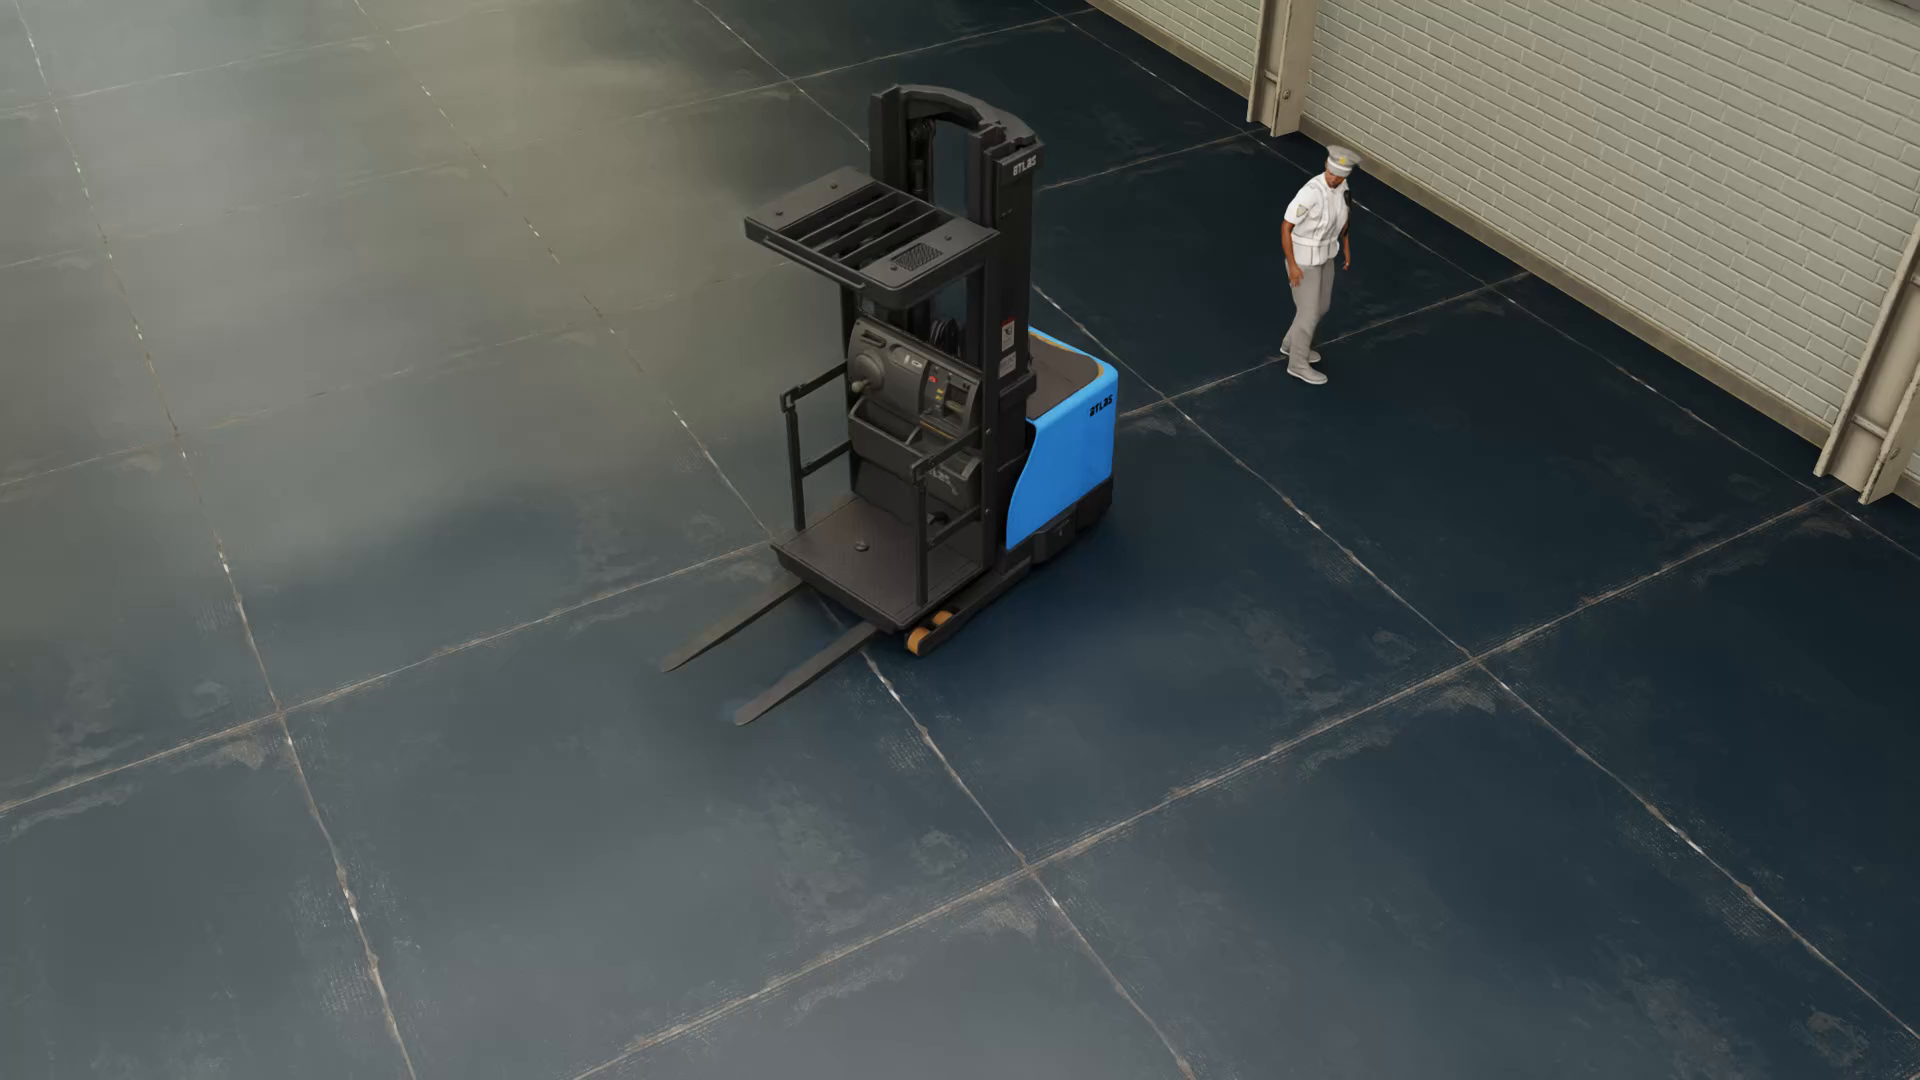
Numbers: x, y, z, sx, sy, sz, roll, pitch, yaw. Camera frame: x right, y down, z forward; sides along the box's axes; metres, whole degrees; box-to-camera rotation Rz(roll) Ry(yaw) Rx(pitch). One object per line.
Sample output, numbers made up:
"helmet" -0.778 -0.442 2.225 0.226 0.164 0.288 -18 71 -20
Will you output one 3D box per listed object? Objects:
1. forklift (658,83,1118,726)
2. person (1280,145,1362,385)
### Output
"forklift" -0.403 -0.831 9.039 1.130 2.935 3.031 30 48 31
"person" 2.467 -1.886 11.313 0.480 1.656 0.663 29 48 30
